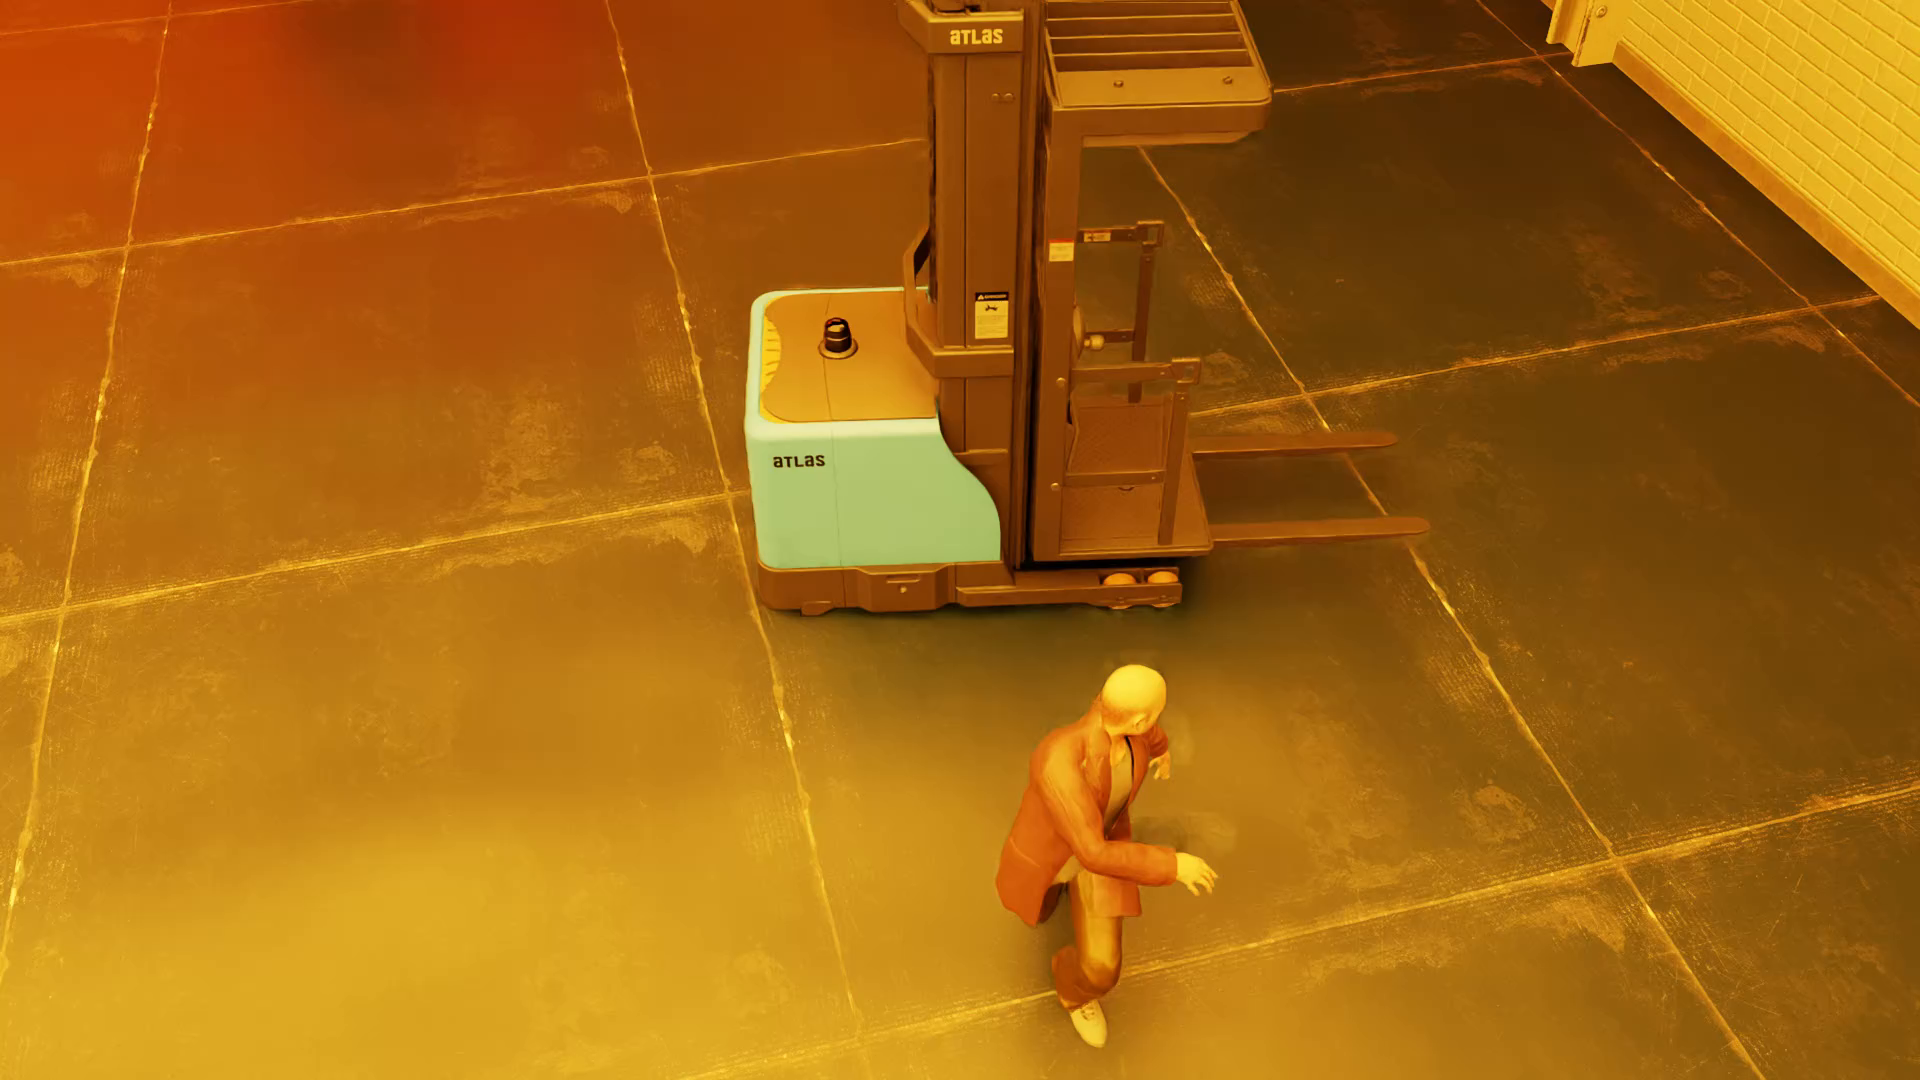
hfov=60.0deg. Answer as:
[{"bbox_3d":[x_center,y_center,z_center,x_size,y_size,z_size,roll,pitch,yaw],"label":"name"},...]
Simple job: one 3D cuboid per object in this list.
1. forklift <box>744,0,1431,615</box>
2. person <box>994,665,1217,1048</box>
[{"bbox_3d":[0.598,-1.119,6.830,3.031,2.935,1.130,-2,43,-2],"label":"forklift"},{"bbox_3d":[0.466,0.950,5.707,0.706,1.537,0.948,-8,44,-8],"label":"person"}]
